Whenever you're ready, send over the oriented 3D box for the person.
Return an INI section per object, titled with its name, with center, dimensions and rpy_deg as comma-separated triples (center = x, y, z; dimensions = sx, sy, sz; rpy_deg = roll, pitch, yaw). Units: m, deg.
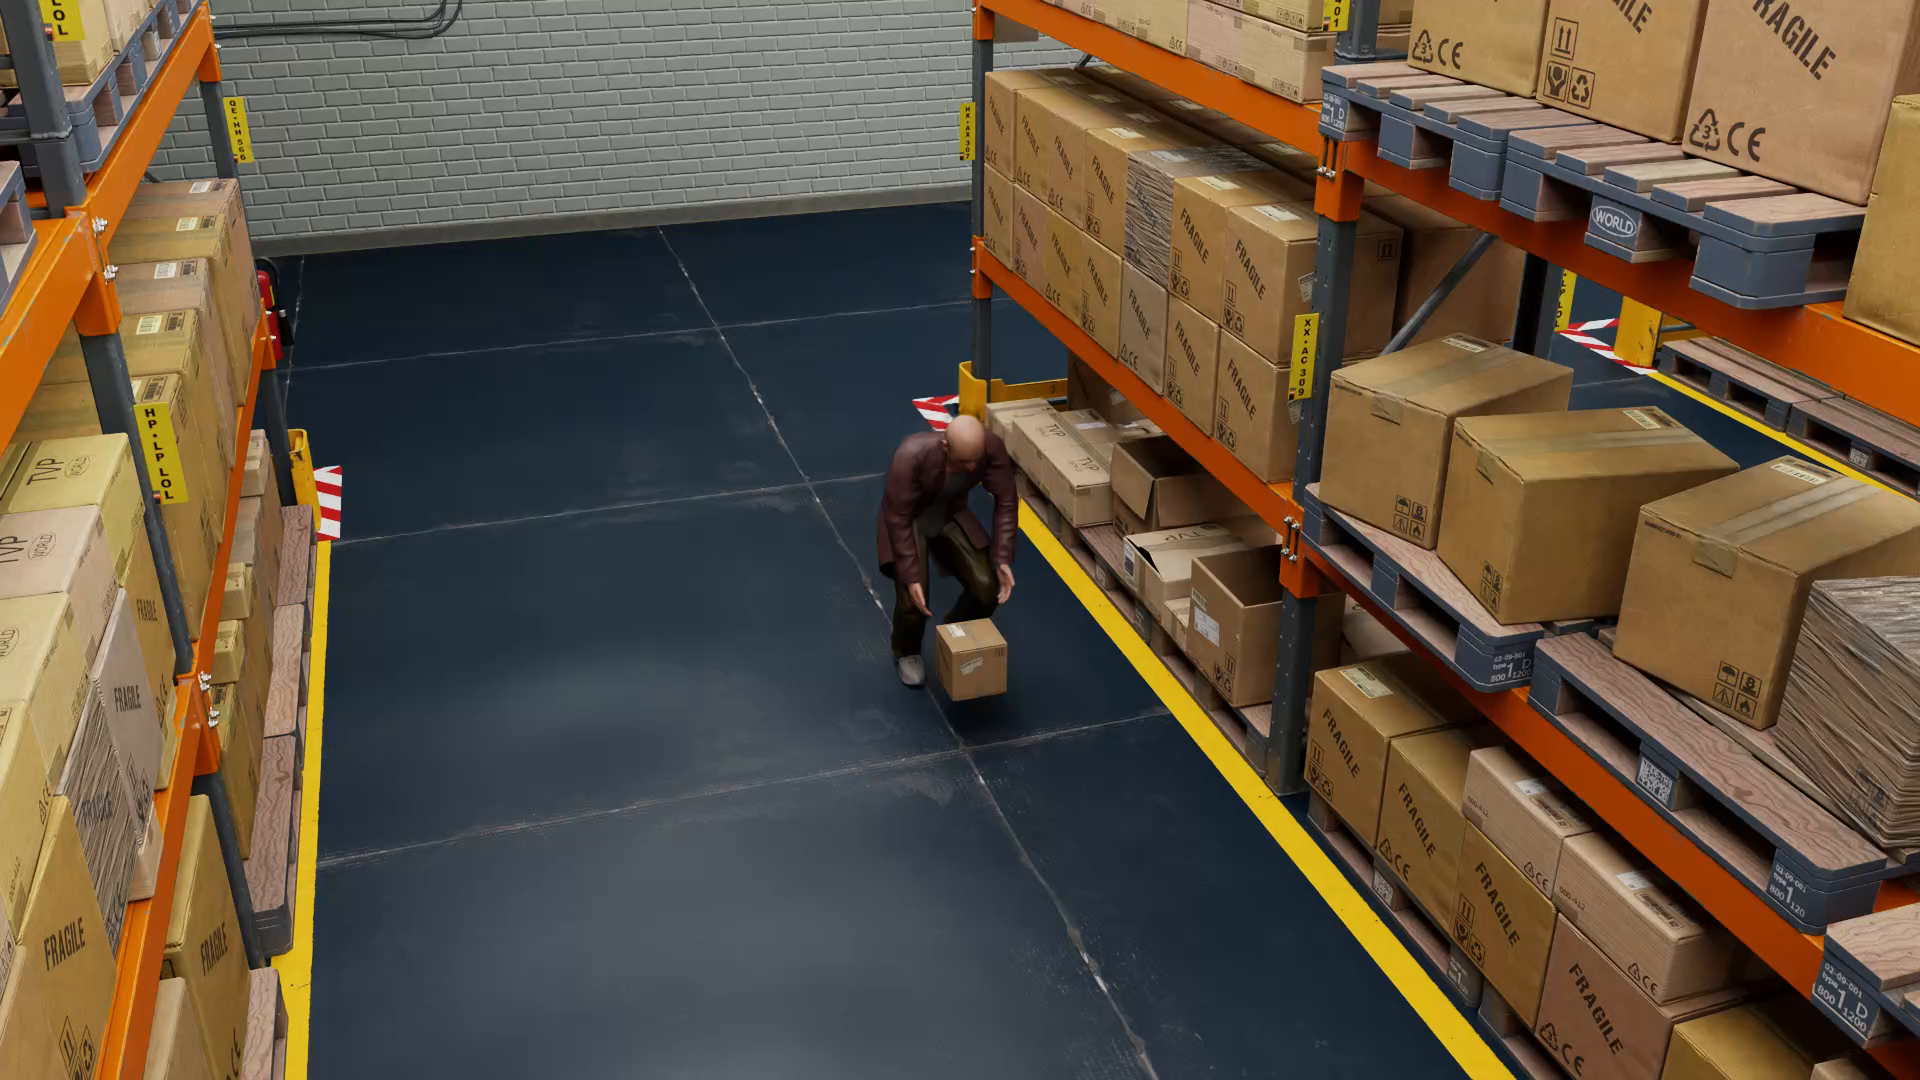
[person]
center = -0.067, 0.035, 7.599
dimensions = 0.632, 1.306, 0.776
rpy_deg = -8, 27, -16
